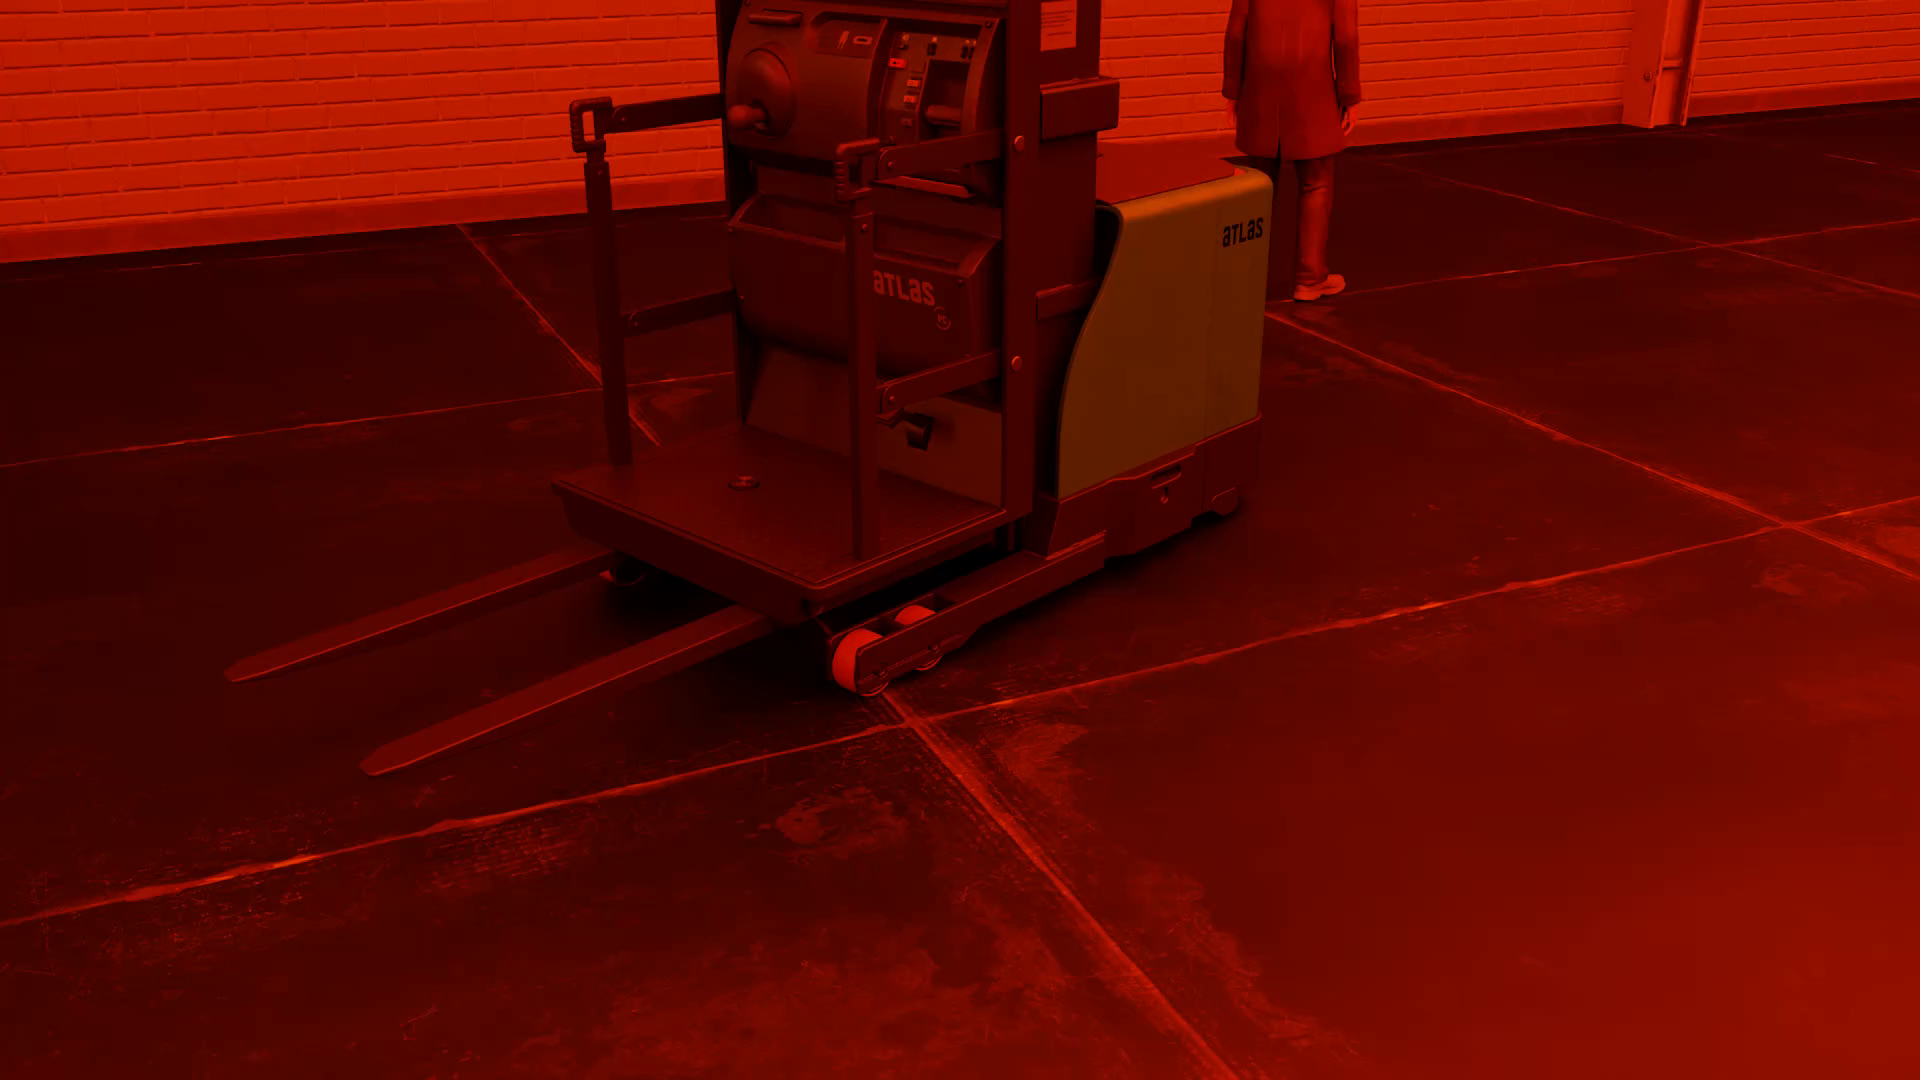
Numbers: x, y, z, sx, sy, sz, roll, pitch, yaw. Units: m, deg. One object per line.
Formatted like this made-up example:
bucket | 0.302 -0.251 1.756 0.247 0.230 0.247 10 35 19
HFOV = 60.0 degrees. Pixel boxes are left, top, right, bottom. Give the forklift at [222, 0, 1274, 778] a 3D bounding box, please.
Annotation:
forklift | -0.413 -1.153 4.144 1.129 2.867 3.031 19 29 39

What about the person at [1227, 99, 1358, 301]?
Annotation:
person | 1.528 -2.017 7.651 0.608 1.774 0.379 11 25 25
